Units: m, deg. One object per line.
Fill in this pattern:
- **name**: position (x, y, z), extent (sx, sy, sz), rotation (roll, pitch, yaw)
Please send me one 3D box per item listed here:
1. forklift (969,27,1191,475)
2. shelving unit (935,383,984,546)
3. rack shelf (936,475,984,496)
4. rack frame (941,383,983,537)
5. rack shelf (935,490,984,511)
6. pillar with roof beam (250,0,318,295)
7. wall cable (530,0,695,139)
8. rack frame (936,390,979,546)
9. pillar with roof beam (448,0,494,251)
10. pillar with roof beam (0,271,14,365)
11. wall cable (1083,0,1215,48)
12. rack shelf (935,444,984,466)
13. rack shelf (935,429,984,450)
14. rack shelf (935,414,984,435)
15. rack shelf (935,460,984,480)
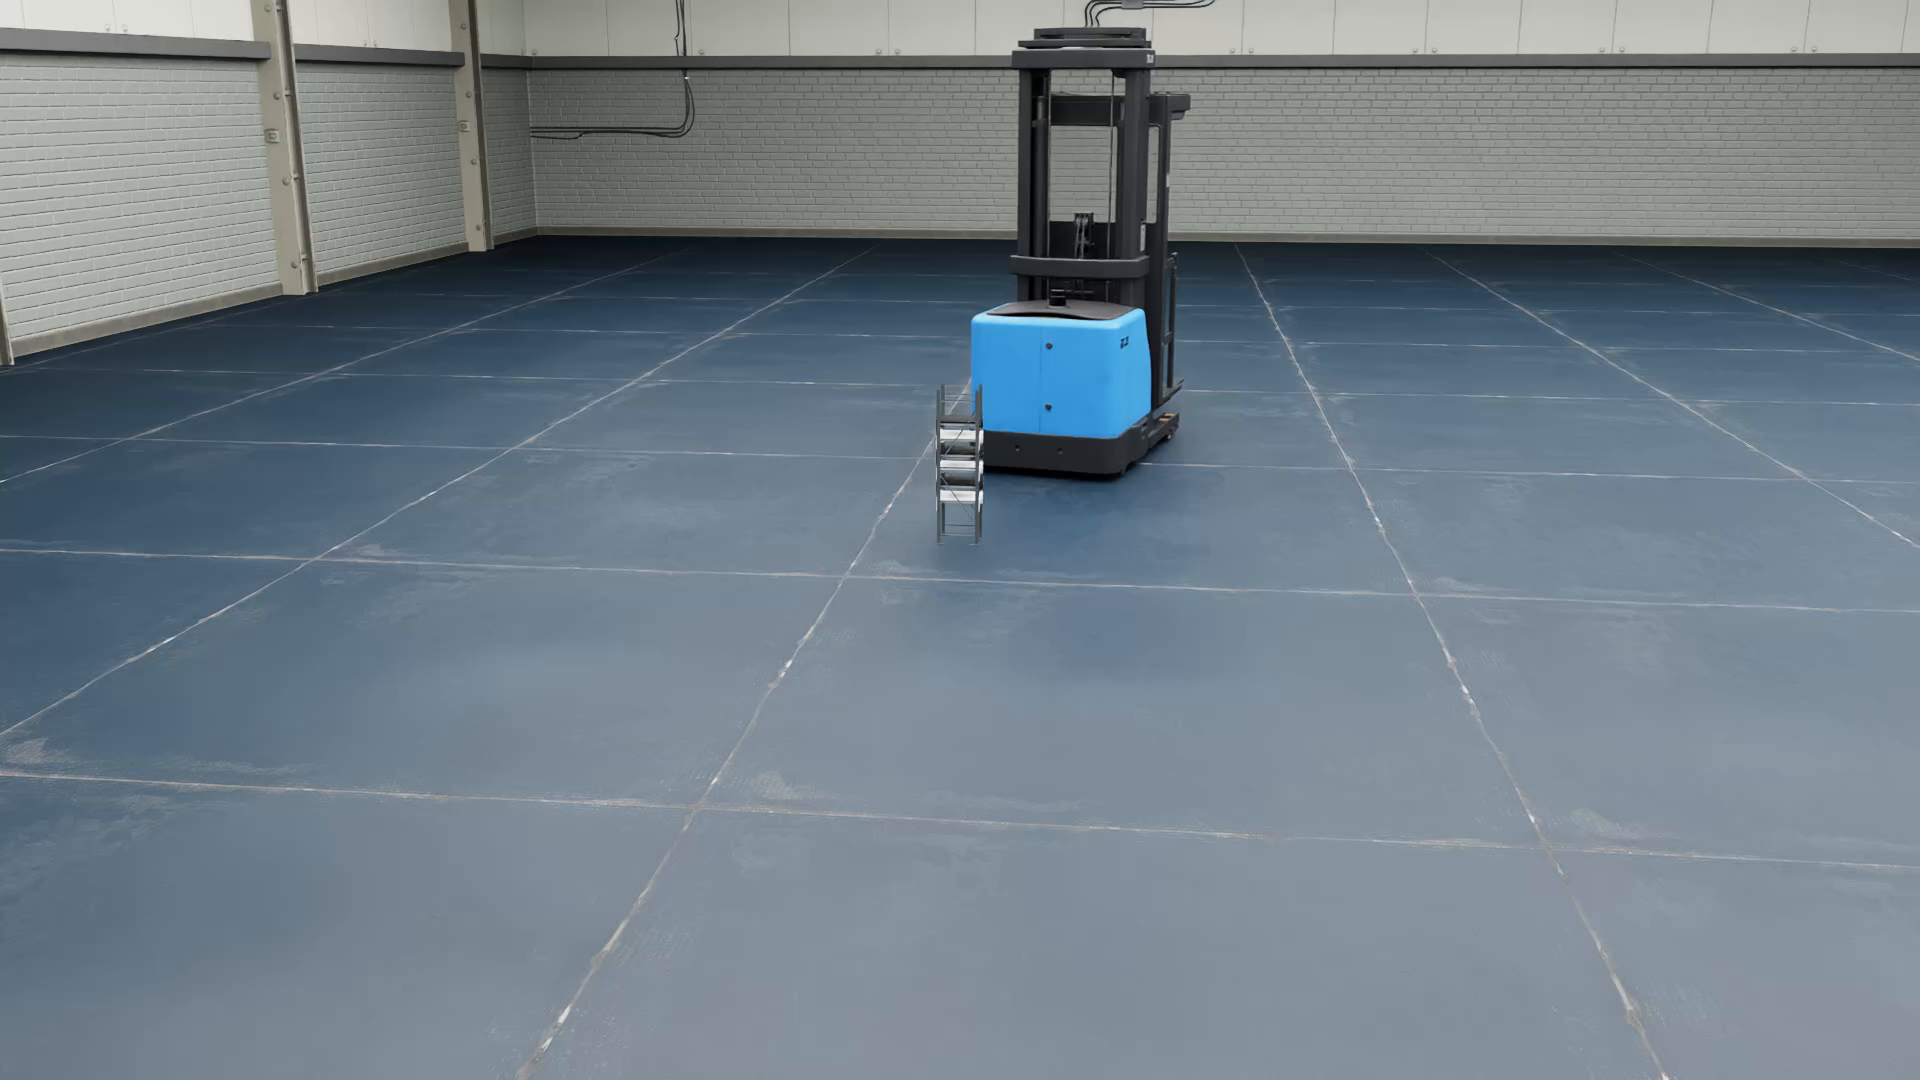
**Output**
- **forklift**: position (1.027, -2.191, 12.151), extent (1.130, 2.935, 3.031), rotation (5, 16, 19)
- **shelving unit**: position (-0.001, -0.432, 9.537), extent (0.258, 0.900, 0.210), rotation (2, 15, 6)
- **rack shelf**: position (-0.001, -0.313, 9.569), extent (0.258, 0.077, 0.200), rotation (2, 15, 6)
- **rack frame**: position (0.011, -0.459, 9.634), extent (0.240, 0.900, 0.006), rotation (2, 15, 6)
- **rack shelf**: position (-0.001, -0.226, 9.592), extent (0.258, 0.077, 0.200), rotation (2, 15, 6)
- **pillar with roof beam**: position (-4.242, -7.406, 19.810), extent (9.100, 9.000, 0.400), rotation (2, 15, 6)
- **wall cable**: position (-6.196, -8.315, 29.121), extent (3.097, 2.526, 0.112), rotation (2, 15, 6)
- **rack frame**: position (-0.012, -0.406, 9.439), extent (0.240, 0.900, 0.006), rotation (2, 15, 6)
- **pillar with roof beam**: position (-3.565, -8.962, 25.565), extent (9.100, 9.000, 0.400), rotation (2, 15, 6)
- **pillar with roof beam**: position (-4.919, -5.849, 14.055), extent (9.100, 9.000, 0.400), rotation (2, 15, 6)
- **wall cable**: position (3.235, -11.172, 27.223), extent (2.305, 6.003, 0.169), rotation (2, 15, 6)
- **rack shelf**: position (-0.001, -0.487, 9.522), extent (0.258, 0.077, 0.200), rotation (2, 15, 6)
- **rack shelf**: position (-0.001, -0.574, 9.499), extent (0.258, 0.077, 0.200), rotation (2, 15, 6)
- **rack shelf**: position (-0.001, -0.661, 9.475), extent (0.258, 0.077, 0.200), rotation (2, 15, 6)
- **rack shelf**: position (-0.001, -0.400, 9.546), extent (0.258, 0.077, 0.200), rotation (2, 15, 6)
